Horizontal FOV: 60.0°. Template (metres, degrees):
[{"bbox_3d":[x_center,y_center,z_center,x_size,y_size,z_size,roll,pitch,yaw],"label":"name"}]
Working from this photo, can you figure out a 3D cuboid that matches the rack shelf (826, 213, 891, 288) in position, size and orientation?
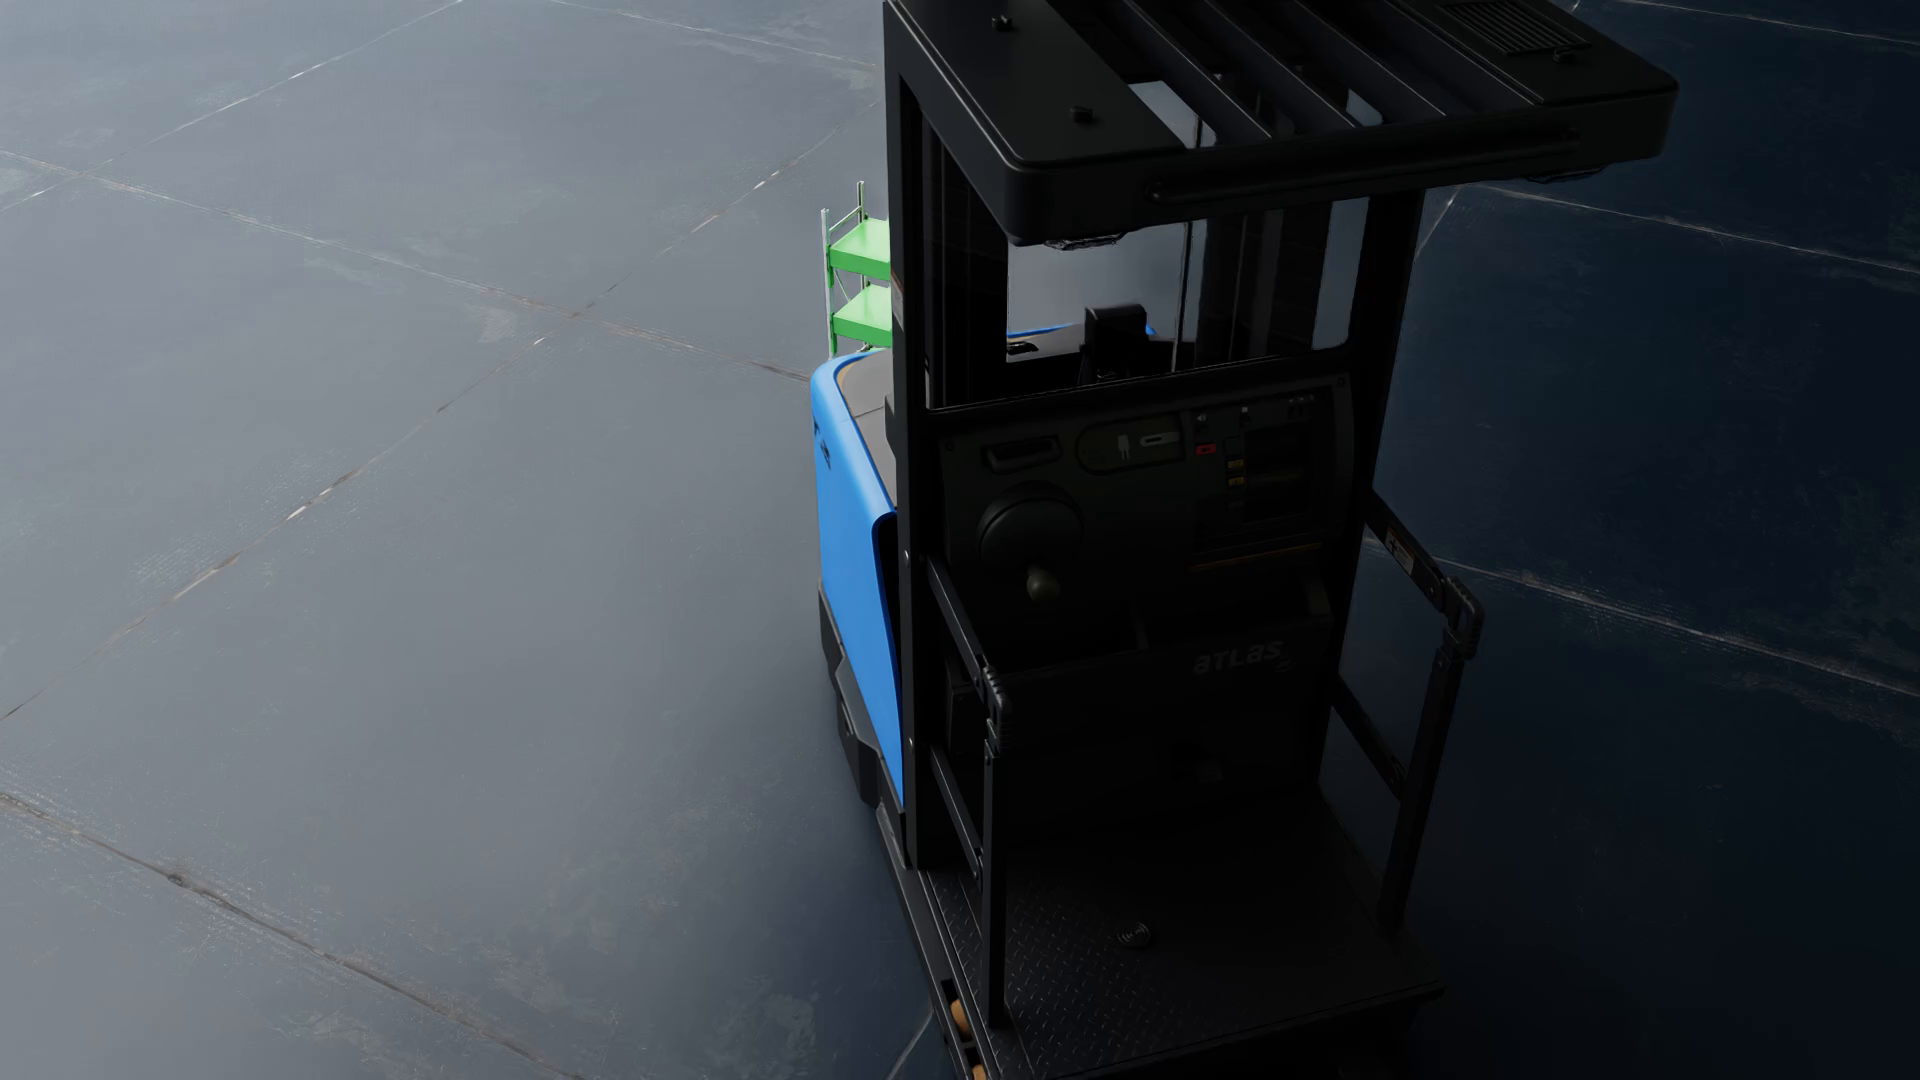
[{"bbox_3d":[-0.147,-0.855,5.196,0.480,0.148,0.258,17,41,21],"label":"rack shelf"}]

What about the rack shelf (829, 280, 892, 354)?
[{"bbox_3d":[-0.147,-0.664,5.341,0.480,0.148,0.258,17,41,21],"label":"rack shelf"}]

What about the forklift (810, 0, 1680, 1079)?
[{"bbox_3d":[0.471,-0.046,3.386,1.130,2.935,3.031,-10,38,-13],"label":"forklift"}]

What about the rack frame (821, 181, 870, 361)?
[{"bbox_3d":[-0.364,-0.592,5.537,0.015,1.200,0.240,17,41,21],"label":"rack frame"}]

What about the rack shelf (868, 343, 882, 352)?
[{"bbox_3d":[-0.147,-0.473,5.486,0.480,0.148,0.258,17,41,21],"label":"rack shelf"}]

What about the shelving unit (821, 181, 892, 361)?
[{"bbox_3d":[-0.147,-0.524,5.448,0.503,1.200,0.258,17,41,21],"label":"shelving unit"}]
